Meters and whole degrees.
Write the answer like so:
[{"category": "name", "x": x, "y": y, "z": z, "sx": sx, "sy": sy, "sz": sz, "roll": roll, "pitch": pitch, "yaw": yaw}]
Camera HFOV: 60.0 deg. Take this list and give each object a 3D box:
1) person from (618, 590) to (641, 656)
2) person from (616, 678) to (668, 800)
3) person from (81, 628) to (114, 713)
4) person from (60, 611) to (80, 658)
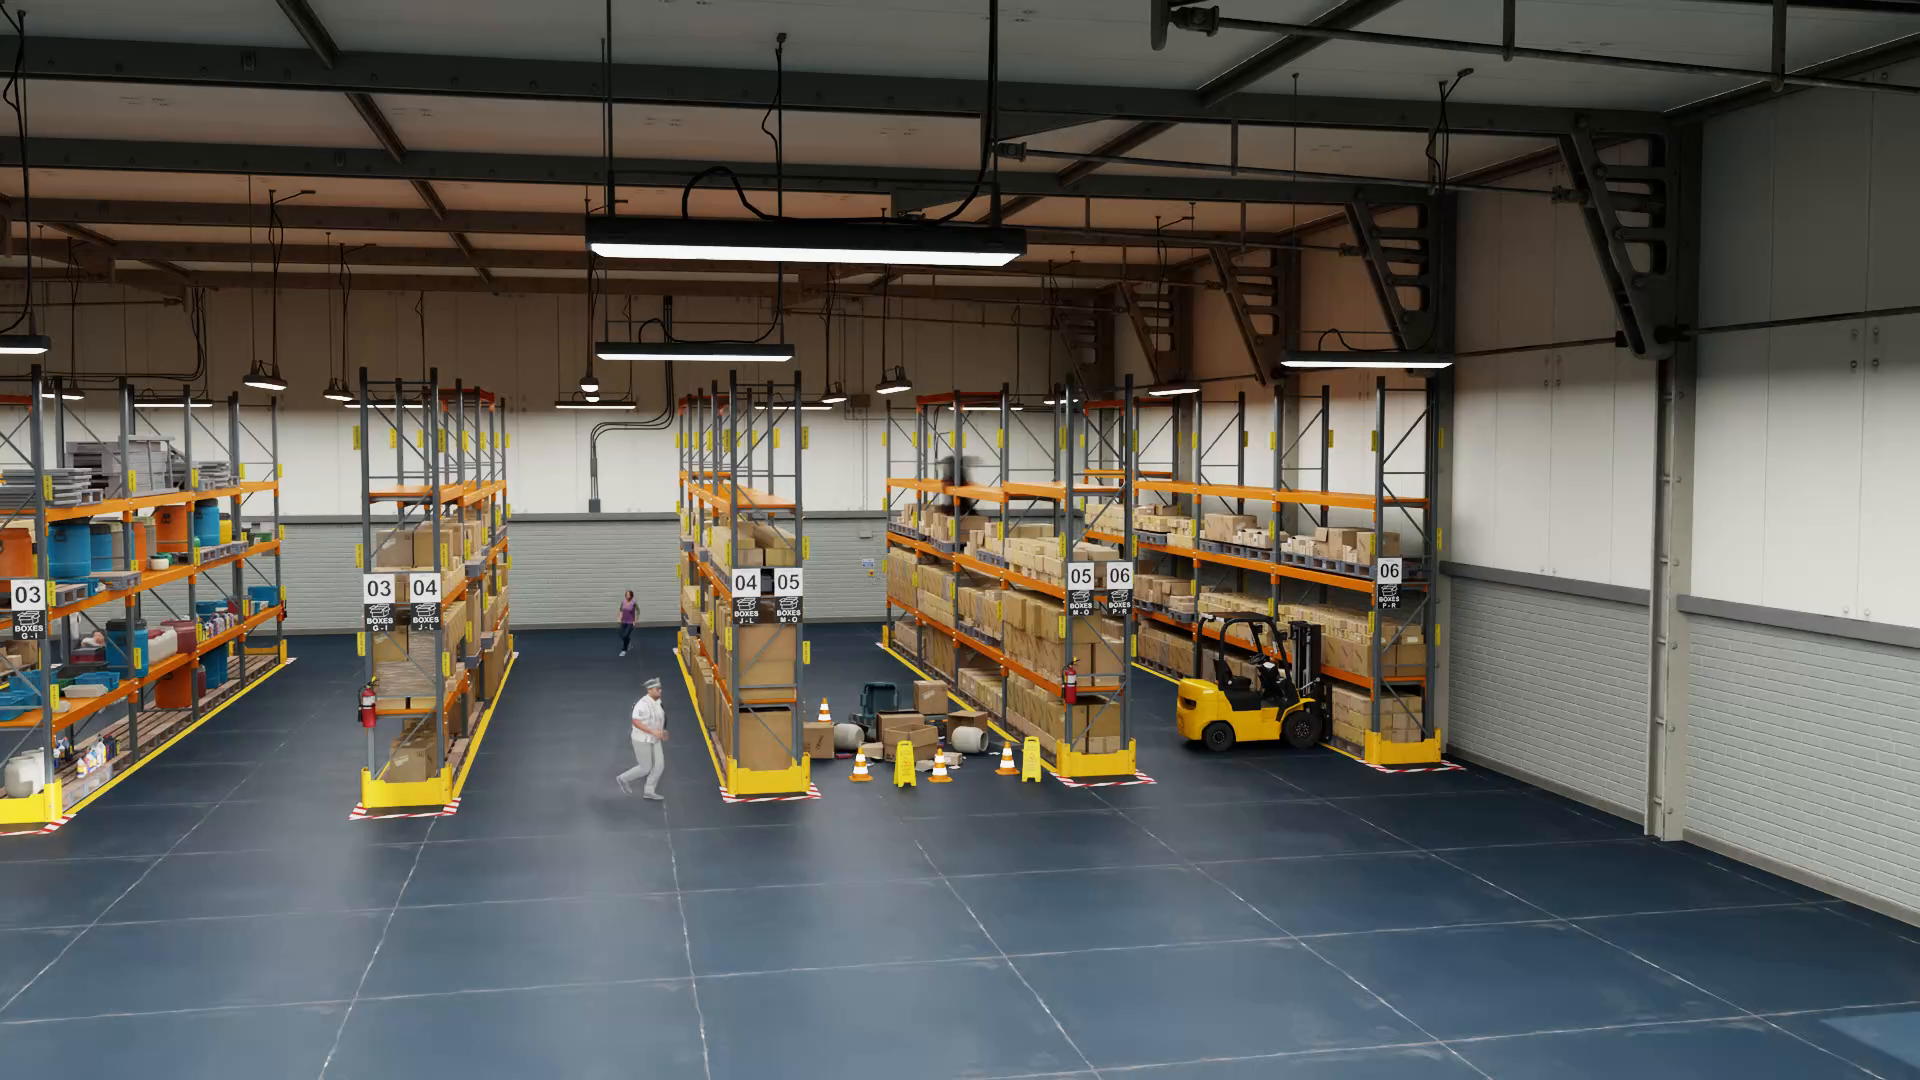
[{"category": "person", "x": -7.715, "y": 1.928, "z": 38.915, "sx": 0.565, "sy": 1.549, "sz": 0.546, "roll": 1, "pitch": 4, "yaw": 15}, {"category": "person", "x": -4.416, "y": 2.771, "z": 23.219, "sx": 0.776, "sy": 1.727, "sz": 0.659, "roll": 1, "pitch": 4, "yaw": 23}, {"category": "person", "x": -15.970, "y": 2.399, "z": 30.911, "sx": 0.613, "sy": 1.623, "sz": 0.954, "roll": -1, "pitch": 4, "yaw": -17}, {"category": "person", "x": -20.178, "y": 1.922, "z": 37.631, "sx": 0.565, "sy": 1.740, "sz": 0.831, "roll": -3, "pitch": 5, "yaw": -42}]
